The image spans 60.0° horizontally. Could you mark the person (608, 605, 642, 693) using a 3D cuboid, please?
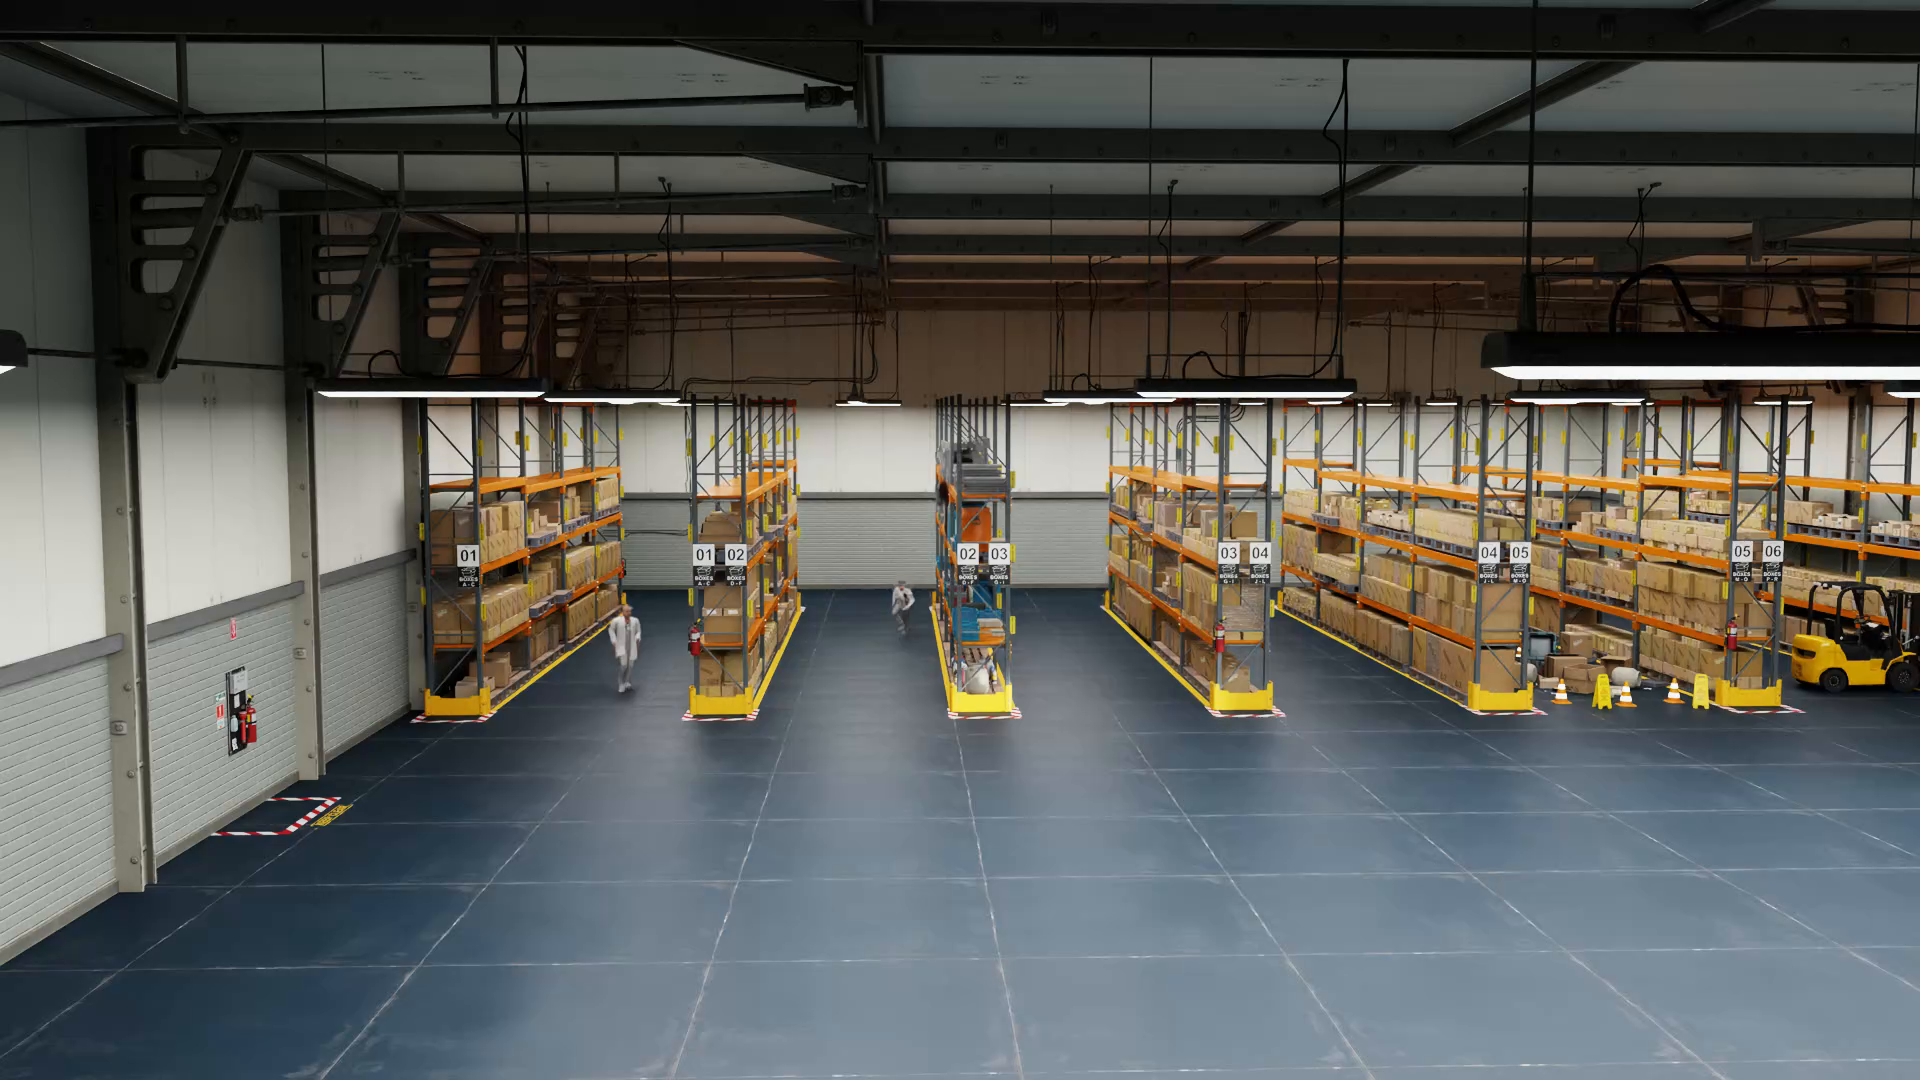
[{"bbox_3d":[-6.757,2.223,33.674,0.626,1.825,0.839,-2,5,-27],"label":"person"}]

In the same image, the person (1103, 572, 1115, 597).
[{"bbox_3d":[4.702,1.001,48.717,1.064,1.743,0.625,2,5,28],"label":"person"}]

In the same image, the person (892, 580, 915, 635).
[{"bbox_3d":[-1.390,1.687,41.437,0.620,1.479,1.007,1,5,11],"label":"person"}]
